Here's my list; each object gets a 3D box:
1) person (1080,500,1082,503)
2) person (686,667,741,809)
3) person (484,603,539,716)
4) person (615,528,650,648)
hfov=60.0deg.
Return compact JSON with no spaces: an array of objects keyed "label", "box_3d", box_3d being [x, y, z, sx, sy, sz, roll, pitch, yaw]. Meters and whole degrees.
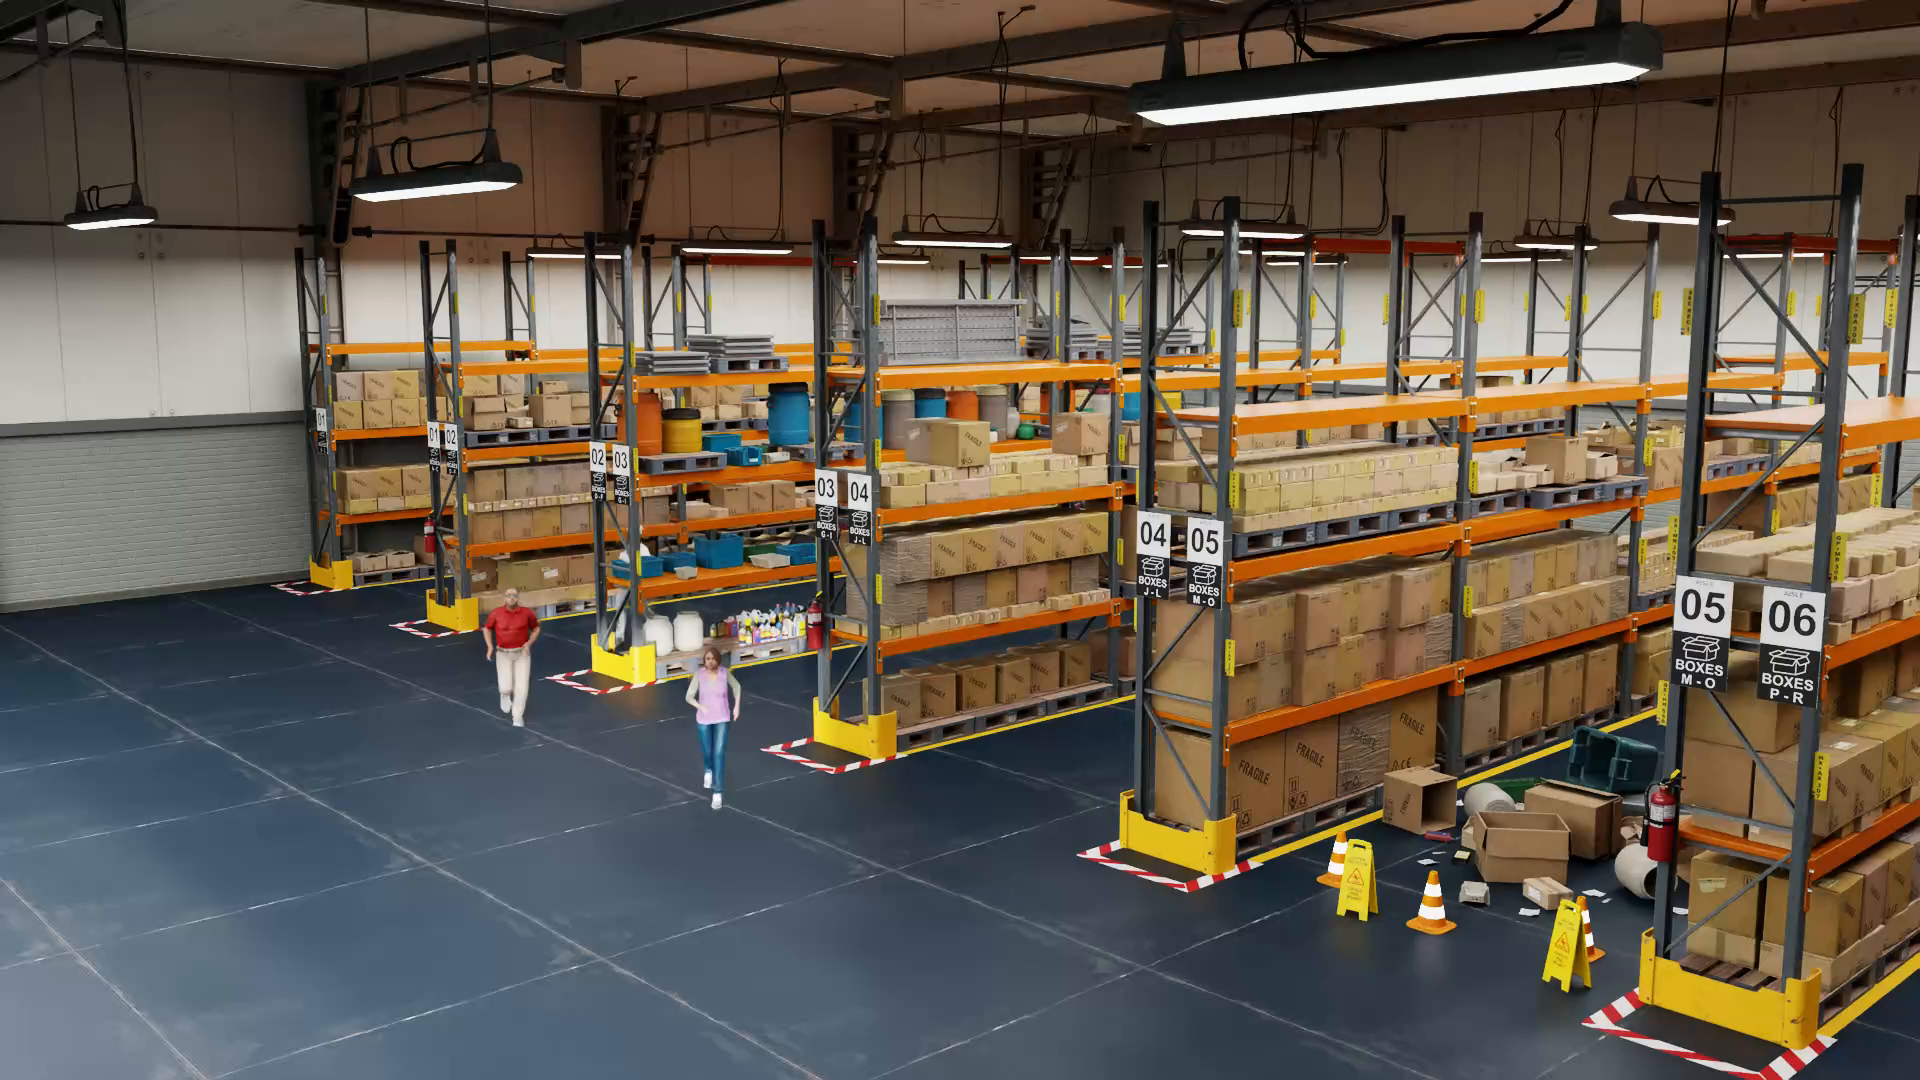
[{"label":"person","box_3d":[2.516,-0.477,32.883,0.575,1.537,0.502,5,10,33]},{"label":"person","box_3d":[-2.531,1.985,17.125,0.561,1.394,0.786,-1,8,-5]},{"label":"person","box_3d":[-5.397,1.440,20.107,0.641,1.352,0.462,-3,9,-17]},{"label":"person","box_3d":[-4.832,0.669,24.648,0.653,1.803,0.879,6,10,35]}]
